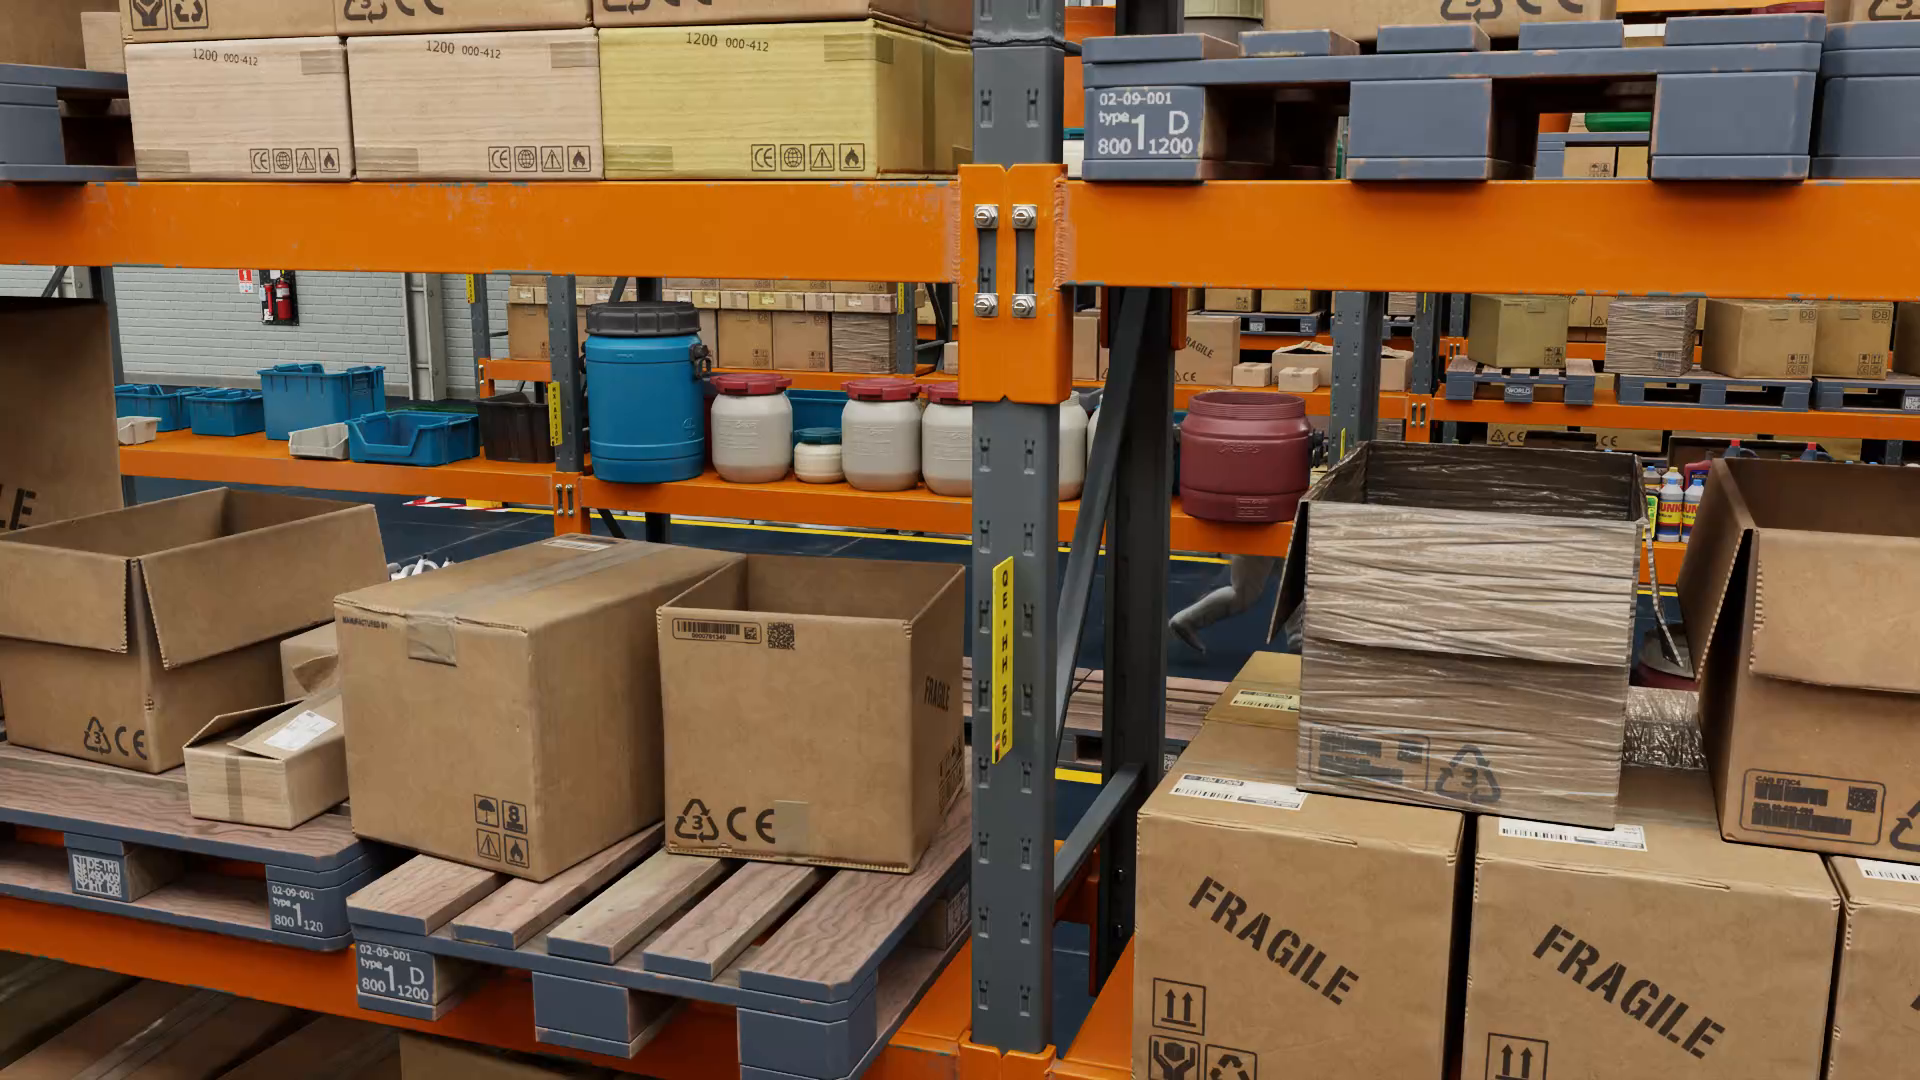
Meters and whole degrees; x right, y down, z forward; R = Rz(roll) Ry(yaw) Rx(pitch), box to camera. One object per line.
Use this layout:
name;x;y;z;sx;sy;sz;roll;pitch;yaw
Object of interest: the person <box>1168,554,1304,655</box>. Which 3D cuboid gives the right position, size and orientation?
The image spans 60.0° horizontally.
person;1.752;-0.065;9.819;1.015;1.603;0.516;3;12;16
